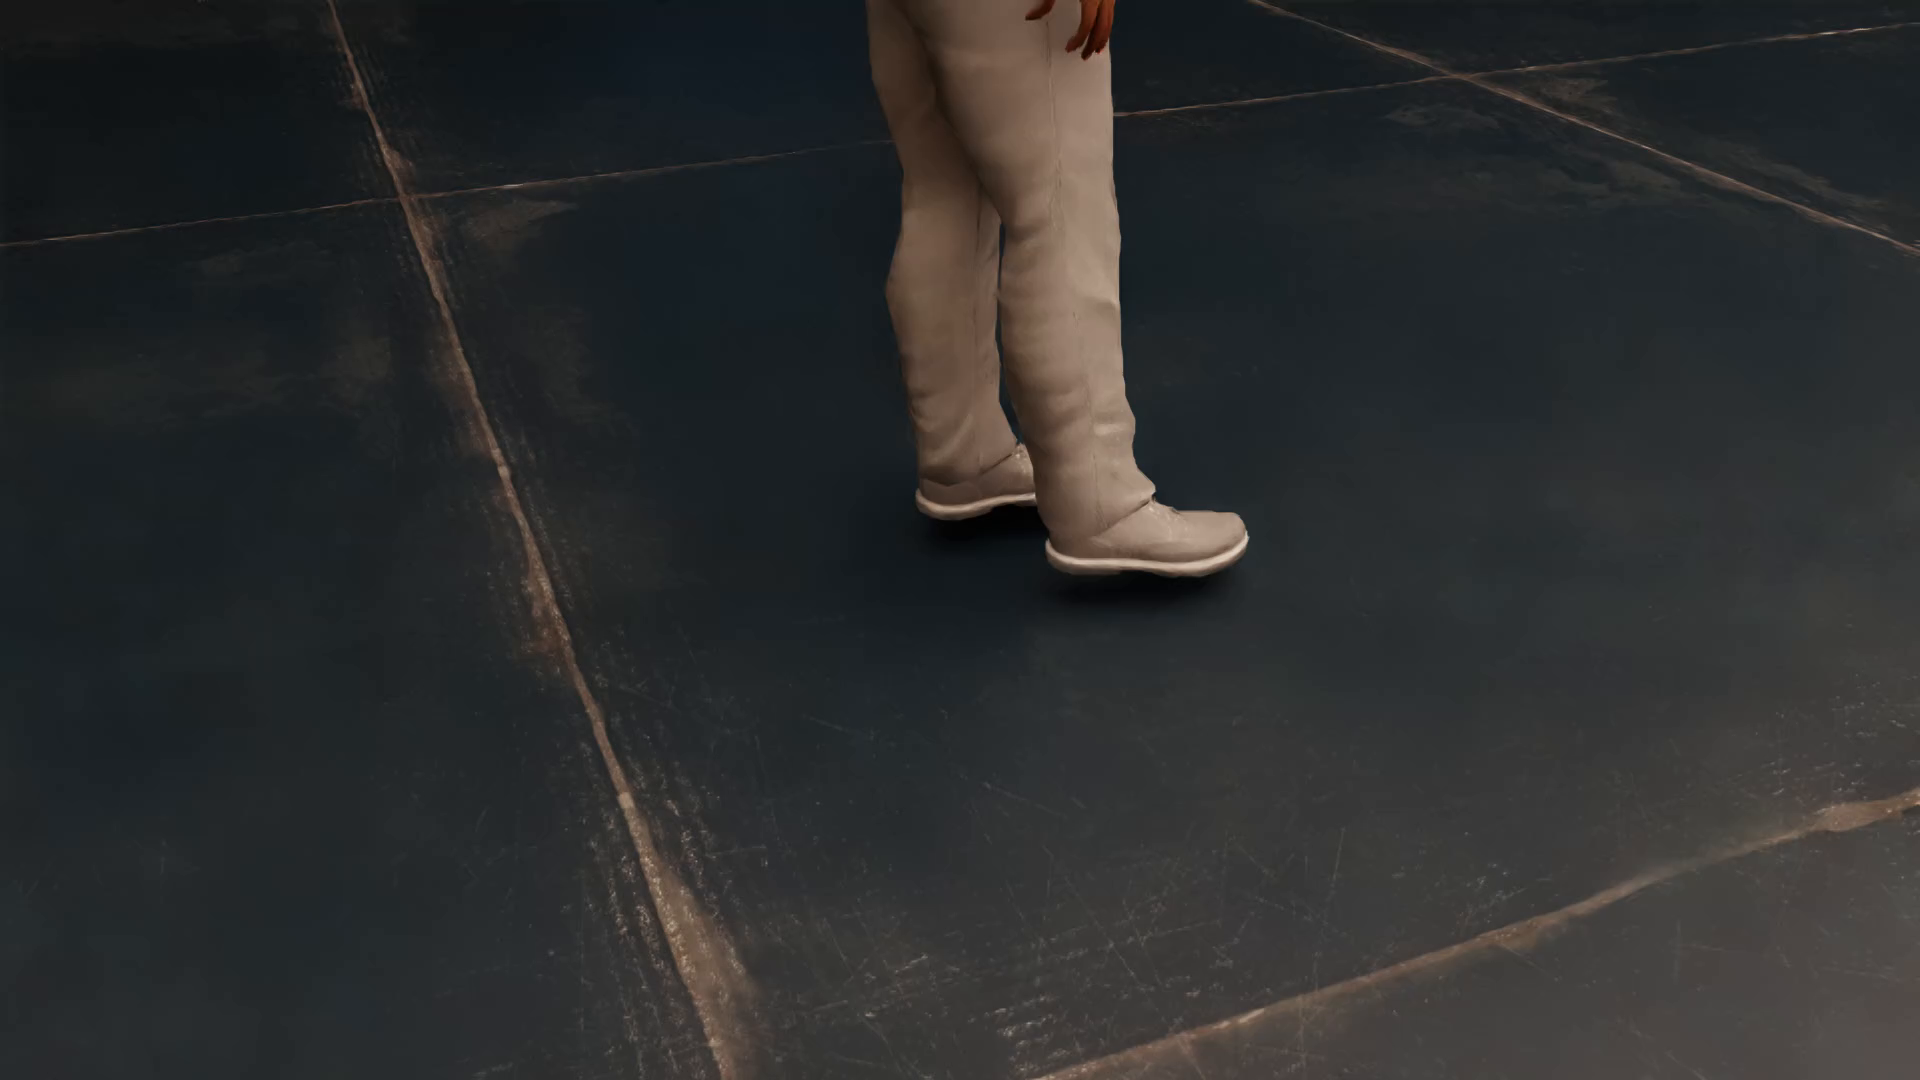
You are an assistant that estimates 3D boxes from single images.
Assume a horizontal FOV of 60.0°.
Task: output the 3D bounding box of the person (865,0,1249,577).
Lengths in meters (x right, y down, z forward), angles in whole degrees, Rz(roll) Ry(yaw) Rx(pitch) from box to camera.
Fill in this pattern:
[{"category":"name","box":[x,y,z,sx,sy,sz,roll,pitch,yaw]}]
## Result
[{"category":"person","box":[0.077,-0.782,2.066,0.529,1.695,0.570,-11,32,-19]}]
